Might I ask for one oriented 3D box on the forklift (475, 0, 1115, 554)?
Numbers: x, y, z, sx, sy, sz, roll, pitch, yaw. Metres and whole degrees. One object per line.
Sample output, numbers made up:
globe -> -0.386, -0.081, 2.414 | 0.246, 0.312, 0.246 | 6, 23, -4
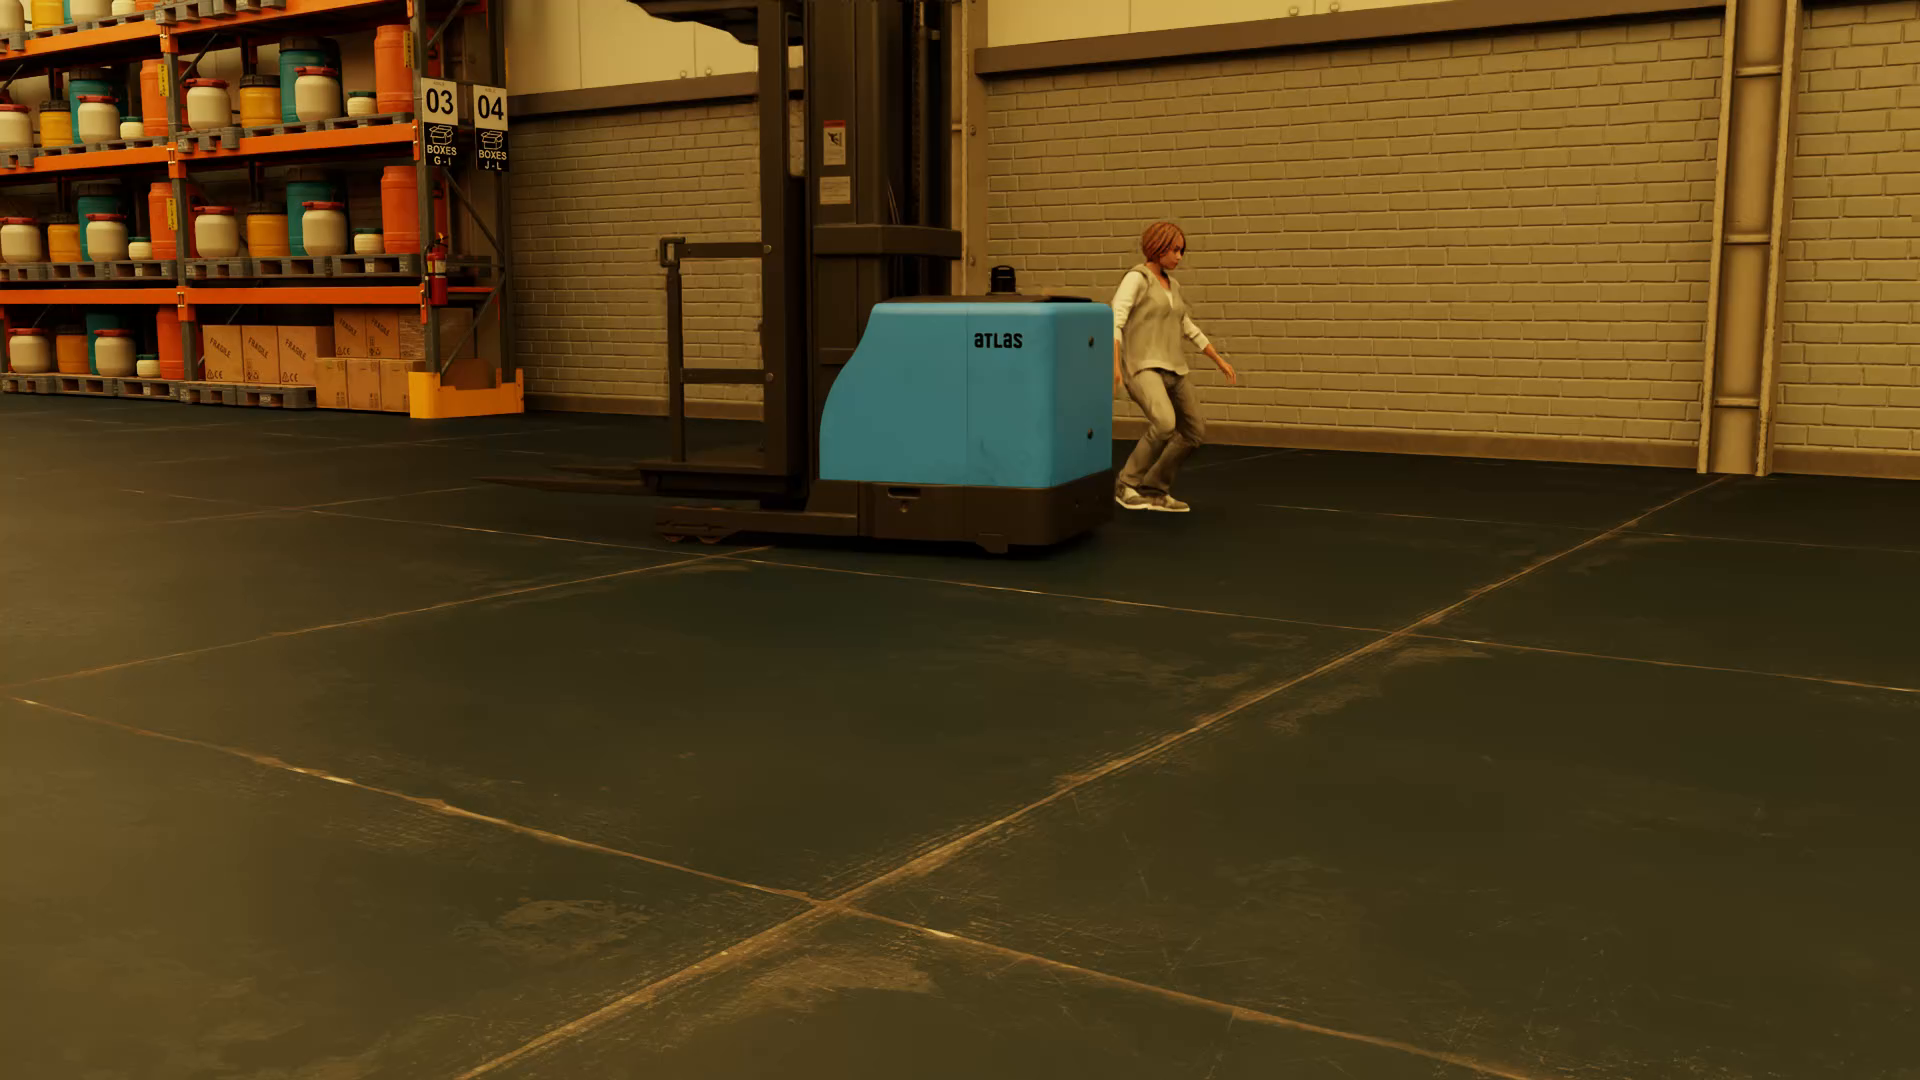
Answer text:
forklift -> -0.847, -1.498, 7.728 | 3.031, 2.935, 1.130 | 3, 9, 21

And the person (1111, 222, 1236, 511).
person -> 1.013, -0.837, 8.315 | 0.803, 1.489, 0.563 | -8, 11, -44
